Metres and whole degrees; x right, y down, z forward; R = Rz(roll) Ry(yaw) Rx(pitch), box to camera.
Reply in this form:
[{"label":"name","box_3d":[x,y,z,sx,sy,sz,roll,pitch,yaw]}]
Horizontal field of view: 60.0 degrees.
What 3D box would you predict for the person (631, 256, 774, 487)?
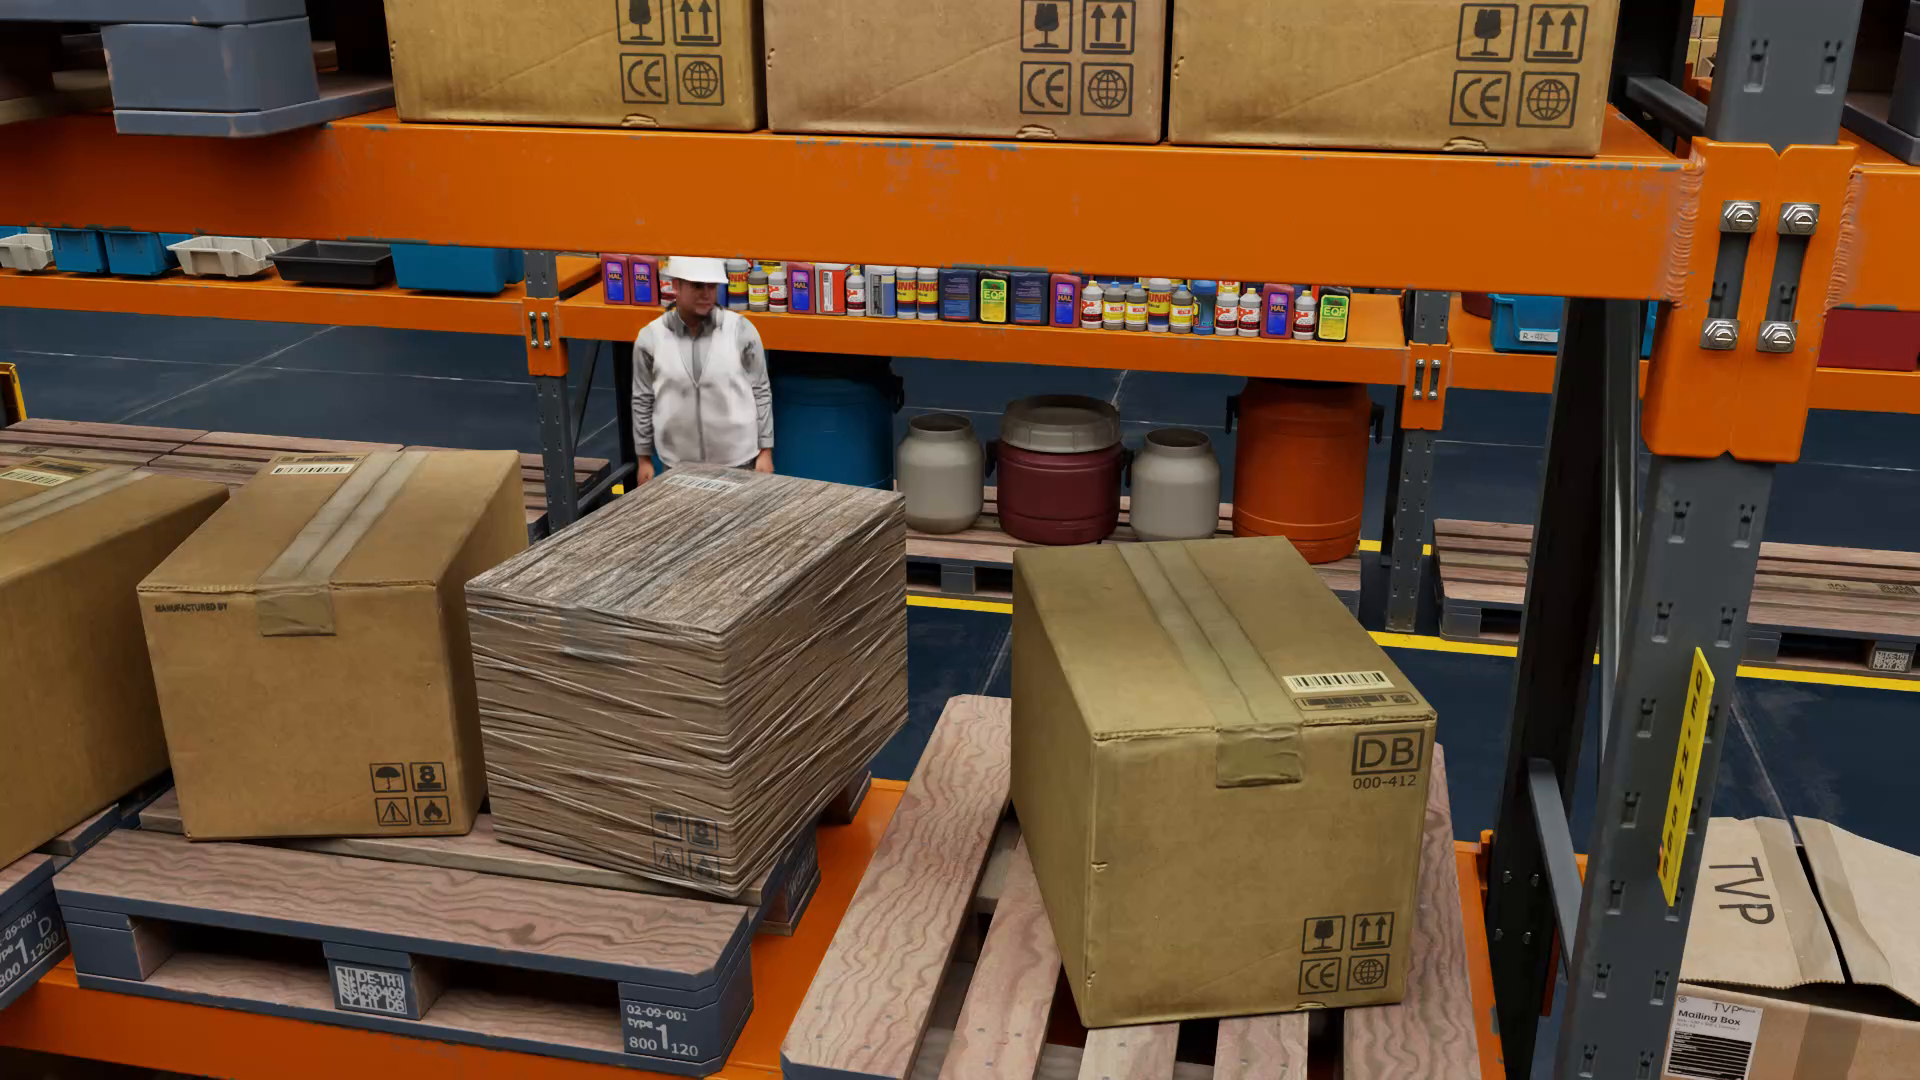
[{"label":"person","box_3d":[-1.051,-0.330,6.831,0.577,1.778,0.385,0,21,0]}]
